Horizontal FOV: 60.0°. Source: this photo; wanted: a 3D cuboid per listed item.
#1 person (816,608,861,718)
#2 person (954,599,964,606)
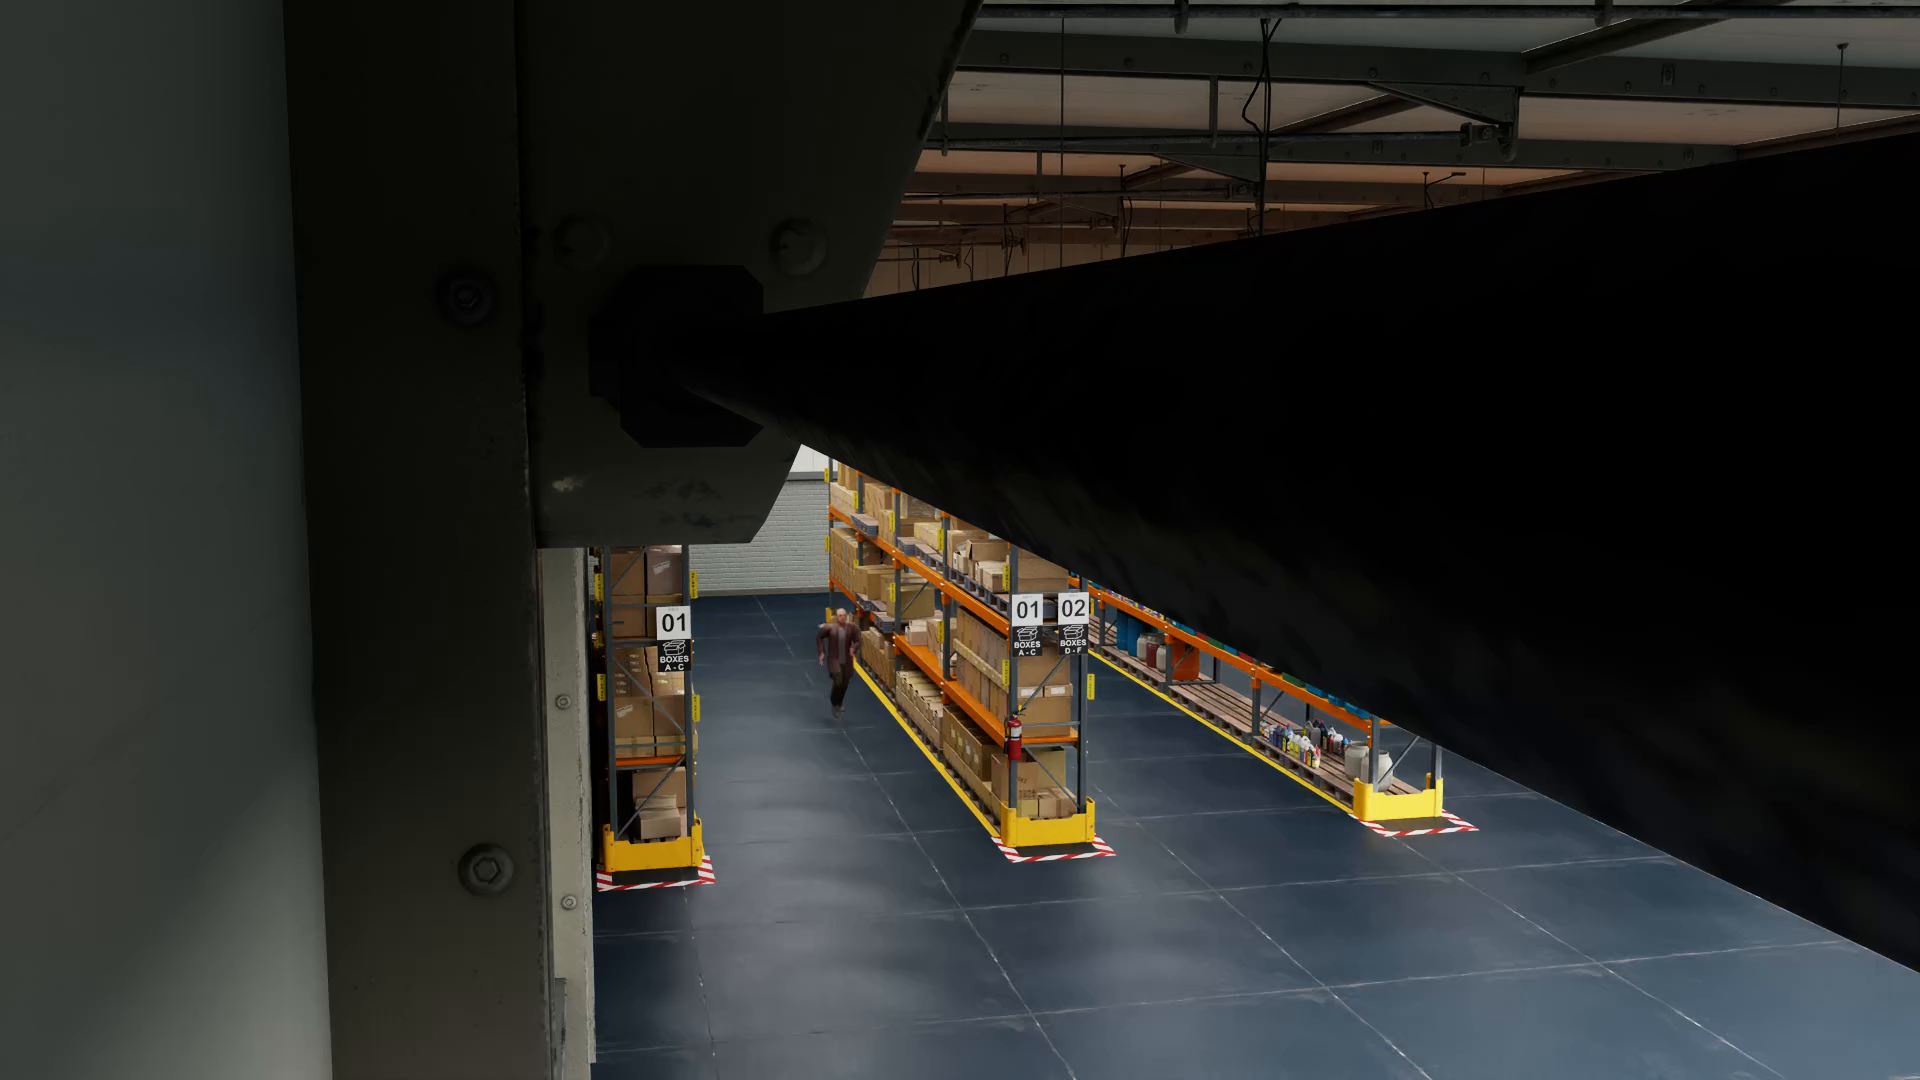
[{"bbox_3d":[-1.945,2.009,27.047,0.678,1.803,0.808,-2,7,-20],"label":"person"},{"bbox_3d":[0.143,1.359,34.787,0.575,1.646,0.938,-3,7,-21],"label":"person"}]
